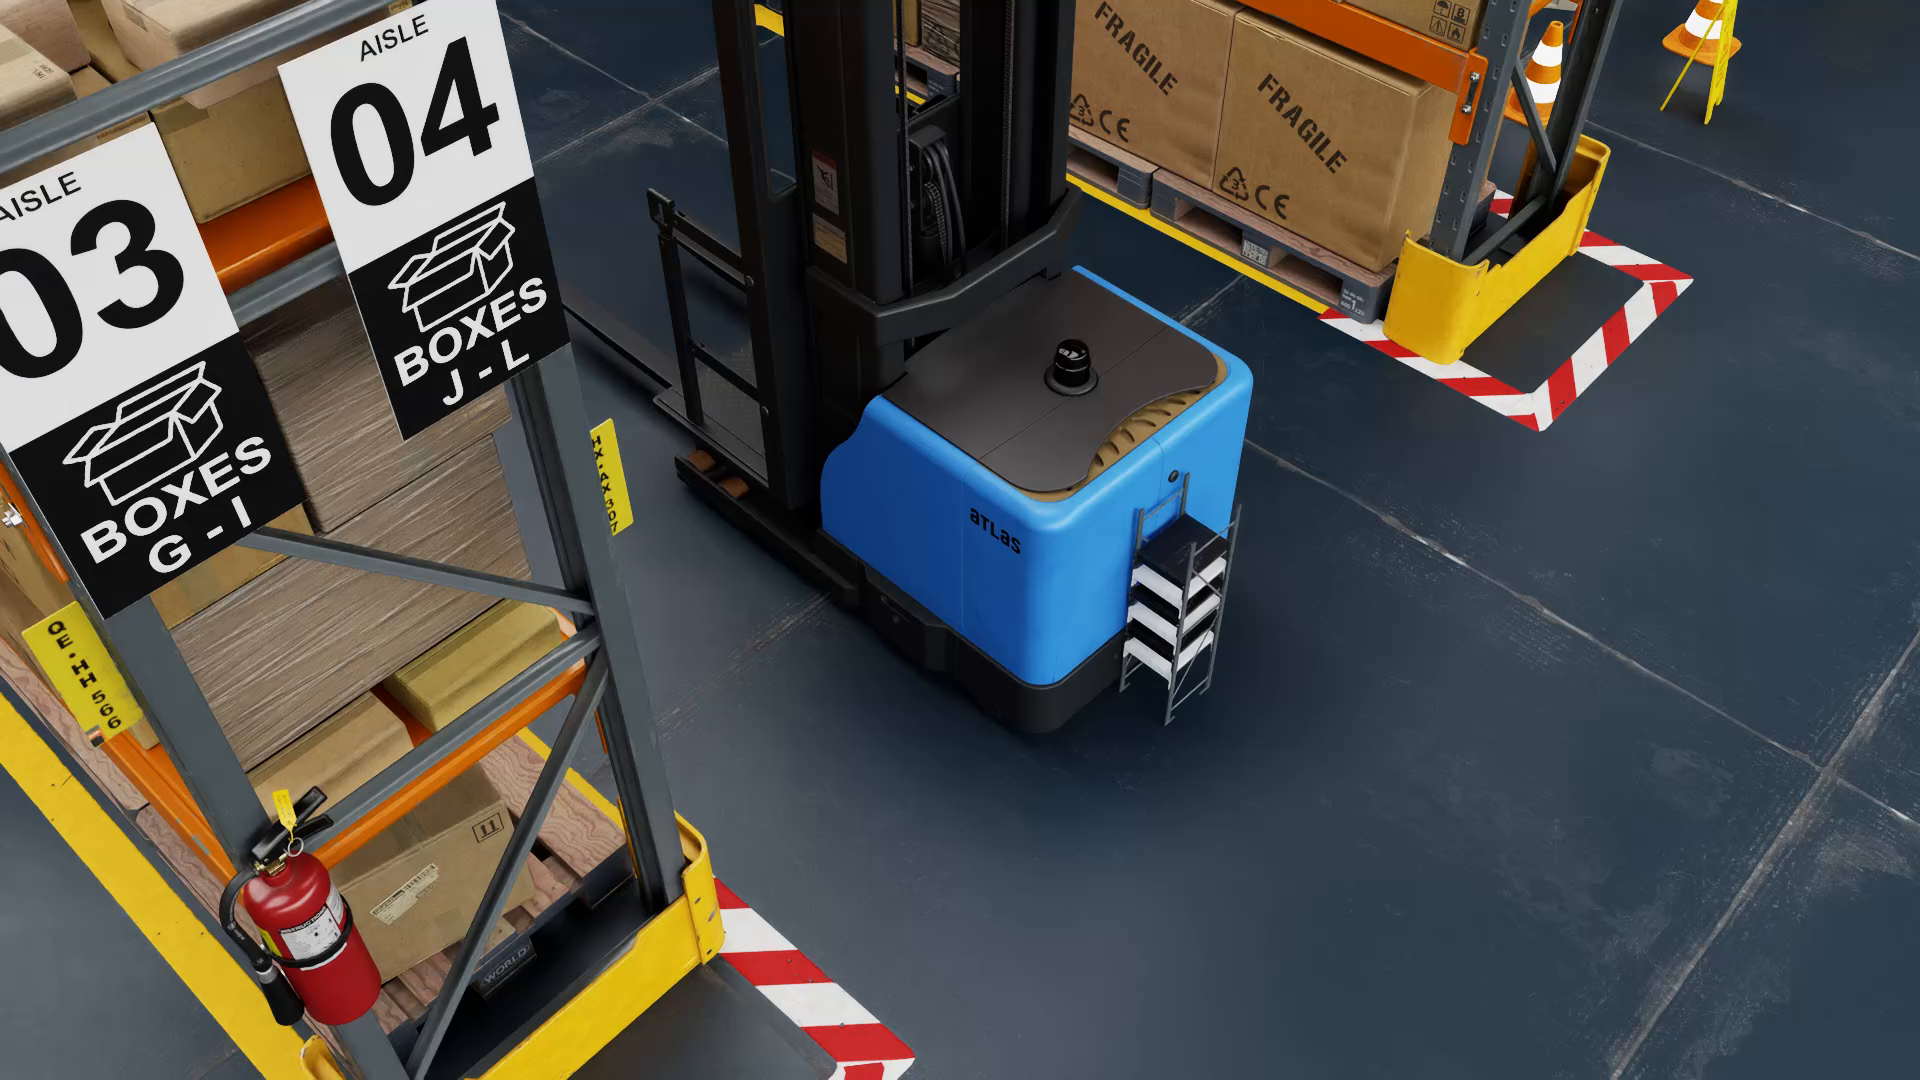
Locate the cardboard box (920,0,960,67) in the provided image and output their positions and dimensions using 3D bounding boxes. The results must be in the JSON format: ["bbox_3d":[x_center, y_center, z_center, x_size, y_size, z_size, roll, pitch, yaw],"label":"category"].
[{"bbox_3d":[0.417,-2.750,7.943,0.875,0.875,0.875,34,56,28],"label":"cardboard box"}]

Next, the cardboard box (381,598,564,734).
[{"bbox_3d":[-1.209,0.277,4.105,0.250,0.149,0.380,34,55,28],"label":"cardboard box"}]

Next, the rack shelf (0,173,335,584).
[{"bbox_3d":[-2.631,-1.310,3.858,4.000,0.370,1.077,34,55,28],"label":"rack shelf"}]

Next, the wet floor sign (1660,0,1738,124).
[{"bbox_3d":[3.641,-2.388,8.050,0.232,0.644,0.267,25,52,22],"label":"wet floor sign"}]

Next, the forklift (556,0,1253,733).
[{"bbox_3d":[-0.445,-1.325,5.483,3.031,2.935,1.130,36,56,29],"label":"forklift"}]

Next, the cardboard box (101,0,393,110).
[{"bbox_3d":[-1.207,-0.912,2.821,0.250,0.149,0.380,34,55,27],"label":"cardboard box"}]

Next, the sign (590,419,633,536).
[{"bbox_3d":[-0.793,-0.127,3.718,0.005,0.325,0.100,34,55,28],"label":"sign"}]

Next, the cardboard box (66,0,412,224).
[{"bbox_3d":[-1.340,-0.892,3.076,0.500,0.250,0.500,36,56,29],"label":"cardboard box"}]

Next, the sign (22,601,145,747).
[{"bbox_3d":[-1.552,0.243,2.954,0.005,0.325,0.100,34,55,28],"label":"sign"}]

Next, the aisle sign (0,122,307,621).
[{"bbox_3d":[-1.319,-0.239,2.633,0.004,0.787,0.394,34,55,28],"label":"aisle sign"}]

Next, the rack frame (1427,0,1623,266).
[{"bbox_3d":[2.277,-2.147,6.209,0.127,3.000,1.000,34,55,28],"label":"rack frame"}]

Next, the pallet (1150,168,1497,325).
[{"bbox_3d":[1.636,-1.546,7.557,1.213,0.211,1.003,34,55,28],"label":"pallet"}]

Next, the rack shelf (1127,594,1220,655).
[{"bbox_3d":[0.708,0.232,5.461,0.200,0.077,0.258,36,56,29],"label":"rack shelf"}]

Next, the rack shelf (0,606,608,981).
[{"bbox_3d":[-2.631,-0.283,4.952,4.000,0.370,1.077,34,55,28],"label":"rack shelf"}]

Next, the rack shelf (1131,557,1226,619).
[{"bbox_3d":[0.708,0.108,5.330,0.200,0.077,0.258,36,56,29],"label":"rack shelf"}]

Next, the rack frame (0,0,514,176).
[{"bbox_3d":[-1.161,-1.594,1.574,0.127,3.000,1.000,34,55,28],"label":"rack frame"}]

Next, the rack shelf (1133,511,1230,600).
[{"bbox_3d":[0.708,0.047,5.264,0.200,0.077,0.258,36,56,29],"label":"rack shelf"}]

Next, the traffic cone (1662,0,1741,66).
[{"bbox_3d":[3.866,-2.740,8.505,0.334,0.463,0.336,34,55,28],"label":"traffic cone"}]

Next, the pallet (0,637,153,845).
[{"bbox_3d":[-2.682,0.353,5.774,1.213,0.211,1.003,34,55,28],"label":"pallet"}]

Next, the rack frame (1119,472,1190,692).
[{"bbox_3d":[0.636,0.157,5.486,0.006,0.900,0.240,36,56,29],"label":"rack frame"}]

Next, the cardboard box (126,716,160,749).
[{"bbox_3d":[-1.913,0.295,4.087,0.250,0.149,0.380,34,55,28],"label":"cardboard box"}]

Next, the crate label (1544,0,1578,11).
[{"bbox_3d":[3.246,-2.984,8.958,0.298,0.136,0.250,9,48,9],"label":"crate label"}]

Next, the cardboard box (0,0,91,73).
[{"bbox_3d":[-1.689,-0.814,2.728,0.250,0.149,0.380,32,55,27],"label":"cardboard box"}]

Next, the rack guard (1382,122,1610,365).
[{"bbox_3d":[2.295,-1.280,7.109,0.348,0.500,1.175,34,55,28],"label":"rack guard"}]

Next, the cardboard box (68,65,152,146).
[{"bbox_3d":[-1.688,-0.618,2.818,0.500,0.250,0.500,35,56,28],"label":"cardboard box"}]

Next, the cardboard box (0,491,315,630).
[{"bbox_3d":[-1.733,-0.158,3.382,0.500,0.500,0.500,34,55,28],"label":"cardboard box"}]

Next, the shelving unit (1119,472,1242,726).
[{"bbox_3d":[0.708,0.209,5.437,0.210,0.900,0.258,36,56,29],"label":"shelving unit"}]

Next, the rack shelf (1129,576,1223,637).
[{"bbox_3d":[0.708,0.170,5.395,0.200,0.077,0.258,36,56,29],"label":"rack shelf"}]

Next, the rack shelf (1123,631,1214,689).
[{"bbox_3d":[0.708,0.355,5.592,0.200,0.077,0.258,36,56,29],"label":"rack shelf"}]

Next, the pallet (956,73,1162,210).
[{"bbox_3d":[0.744,-2.150,8.124,1.213,0.211,1.003,34,55,28],"label":"pallet"}]

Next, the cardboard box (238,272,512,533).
[{"bbox_3d":[-1.381,-0.437,3.644,0.500,0.500,0.500,34,55,28],"label":"cardboard box"}]

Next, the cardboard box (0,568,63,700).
[{"bbox_3d":[-1.996,-0.146,4.057,0.500,0.500,0.875,34,55,28],"label":"cardboard box"}]

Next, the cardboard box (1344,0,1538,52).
[{"bbox_3d":[1.974,-2.358,6.304,0.550,0.550,0.875,34,55,28],"label":"cardboard box"}]

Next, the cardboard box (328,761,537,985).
[{"bbox_3d":[-1.609,0.854,4.817,0.500,0.500,0.500,-28,53,-24],"label":"cardboard box"}]

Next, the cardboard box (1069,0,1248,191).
[{"bbox_3d":[1.086,-2.298,7.519,0.875,0.875,0.875,33,55,27],"label":"cardboard box"}]

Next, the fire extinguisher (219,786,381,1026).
[{"bbox_3d":[-1.390,0.790,3.504,0.183,0.674,0.296,34,55,28],"label":"fire extinguisher"}]

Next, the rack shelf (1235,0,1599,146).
[{"bbox_3d":[0.807,-2.890,7.400,4.000,0.370,1.077,34,55,28],"label":"rack shelf"}]

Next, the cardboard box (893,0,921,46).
[{"bbox_3d":[-0.248,-3.193,8.360,0.875,0.875,0.875,35,56,28],"label":"cardboard box"}]

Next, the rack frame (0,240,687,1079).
[{"bbox_3d":[-1.161,0.460,3.761,0.127,3.000,1.000,34,55,28],"label":"rack frame"}]

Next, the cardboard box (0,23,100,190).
[{"bbox_3d":[-1.577,-0.622,2.549,0.250,0.149,0.380,34,55,28],"label":"cardboard box"}]

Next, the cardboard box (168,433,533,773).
[{"bbox_3d":[-1.547,0.037,3.885,0.500,0.500,0.875,34,55,28],"label":"cardboard box"}]

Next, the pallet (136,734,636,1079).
[{"bbox_3d":[-1.790,0.956,5.208,1.213,0.211,1.003,34,55,28],"label":"pallet"}]

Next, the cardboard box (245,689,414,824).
[{"bbox_3d":[-1.511,0.515,3.881,0.250,0.149,0.380,34,55,28],"label":"cardboard box"}]

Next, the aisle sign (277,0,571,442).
[{"bbox_3d":[-0.912,-0.560,2.935,0.004,0.787,0.394,34,55,28],"label":"aisle sign"}]

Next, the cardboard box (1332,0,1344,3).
[{"bbox_3d":[1.555,-2.618,6.548,0.550,0.550,0.875,34,55,28],"label":"cardboard box"}]

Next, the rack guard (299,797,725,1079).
[{"bbox_3d":[-1.217,1.278,4.707,0.348,0.500,1.175,34,55,28],"label":"rack guard"}]

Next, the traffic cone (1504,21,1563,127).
[{"bbox_3d":[2.850,-2.302,8.094,0.334,0.463,0.336,34,55,28],"label":"traffic cone"}]

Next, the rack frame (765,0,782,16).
[{"bbox_3d":[-0.662,-4.125,8.066,0.127,3.000,1.000,34,55,28],"label":"rack frame"}]

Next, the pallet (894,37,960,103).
[{"bbox_3d":[-0.157,-2.753,8.690,1.213,0.211,1.003,34,55,28],"label":"pallet"}]

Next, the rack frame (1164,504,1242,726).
[{"bbox_3d":[0.780,0.261,5.388,0.006,0.900,0.240,36,56,29],"label":"rack frame"}]

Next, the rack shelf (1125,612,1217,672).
[{"bbox_3d":[0.708,0.293,5.527,0.200,0.077,0.258,36,56,29],"label":"rack shelf"}]

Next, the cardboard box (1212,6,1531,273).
[{"bbox_3d":[1.734,-1.864,7.112,0.875,0.875,0.875,34,56,28],"label":"cardboard box"}]
